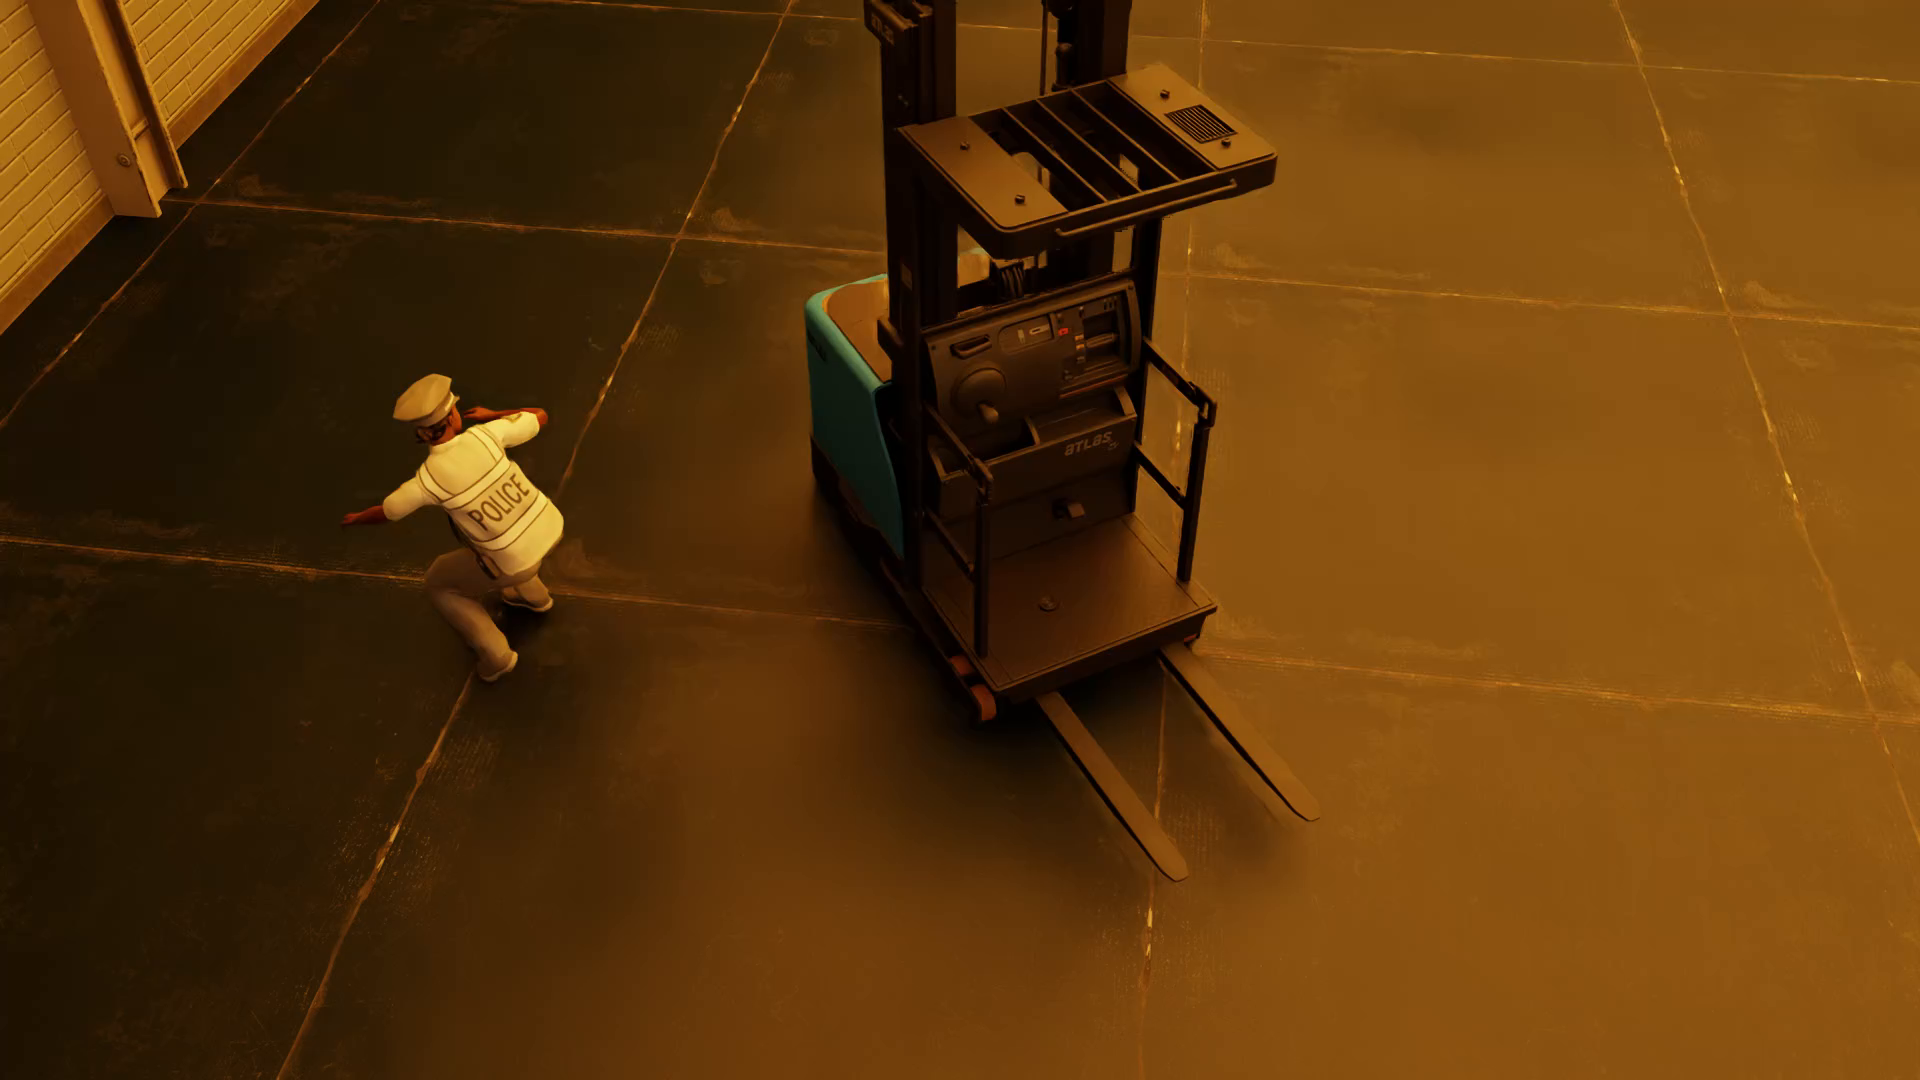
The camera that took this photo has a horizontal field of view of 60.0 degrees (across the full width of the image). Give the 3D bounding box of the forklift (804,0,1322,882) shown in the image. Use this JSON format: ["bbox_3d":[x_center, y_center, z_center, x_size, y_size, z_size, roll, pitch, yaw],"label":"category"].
[{"bbox_3d":[0.402,-0.657,6.439,1.130,2.935,3.031,-19,46,-20],"label":"forklift"}]

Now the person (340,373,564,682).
[{"bbox_3d":[-2.070,-0.115,7.000,0.893,1.414,0.716,23,47,23],"label":"person"}]
